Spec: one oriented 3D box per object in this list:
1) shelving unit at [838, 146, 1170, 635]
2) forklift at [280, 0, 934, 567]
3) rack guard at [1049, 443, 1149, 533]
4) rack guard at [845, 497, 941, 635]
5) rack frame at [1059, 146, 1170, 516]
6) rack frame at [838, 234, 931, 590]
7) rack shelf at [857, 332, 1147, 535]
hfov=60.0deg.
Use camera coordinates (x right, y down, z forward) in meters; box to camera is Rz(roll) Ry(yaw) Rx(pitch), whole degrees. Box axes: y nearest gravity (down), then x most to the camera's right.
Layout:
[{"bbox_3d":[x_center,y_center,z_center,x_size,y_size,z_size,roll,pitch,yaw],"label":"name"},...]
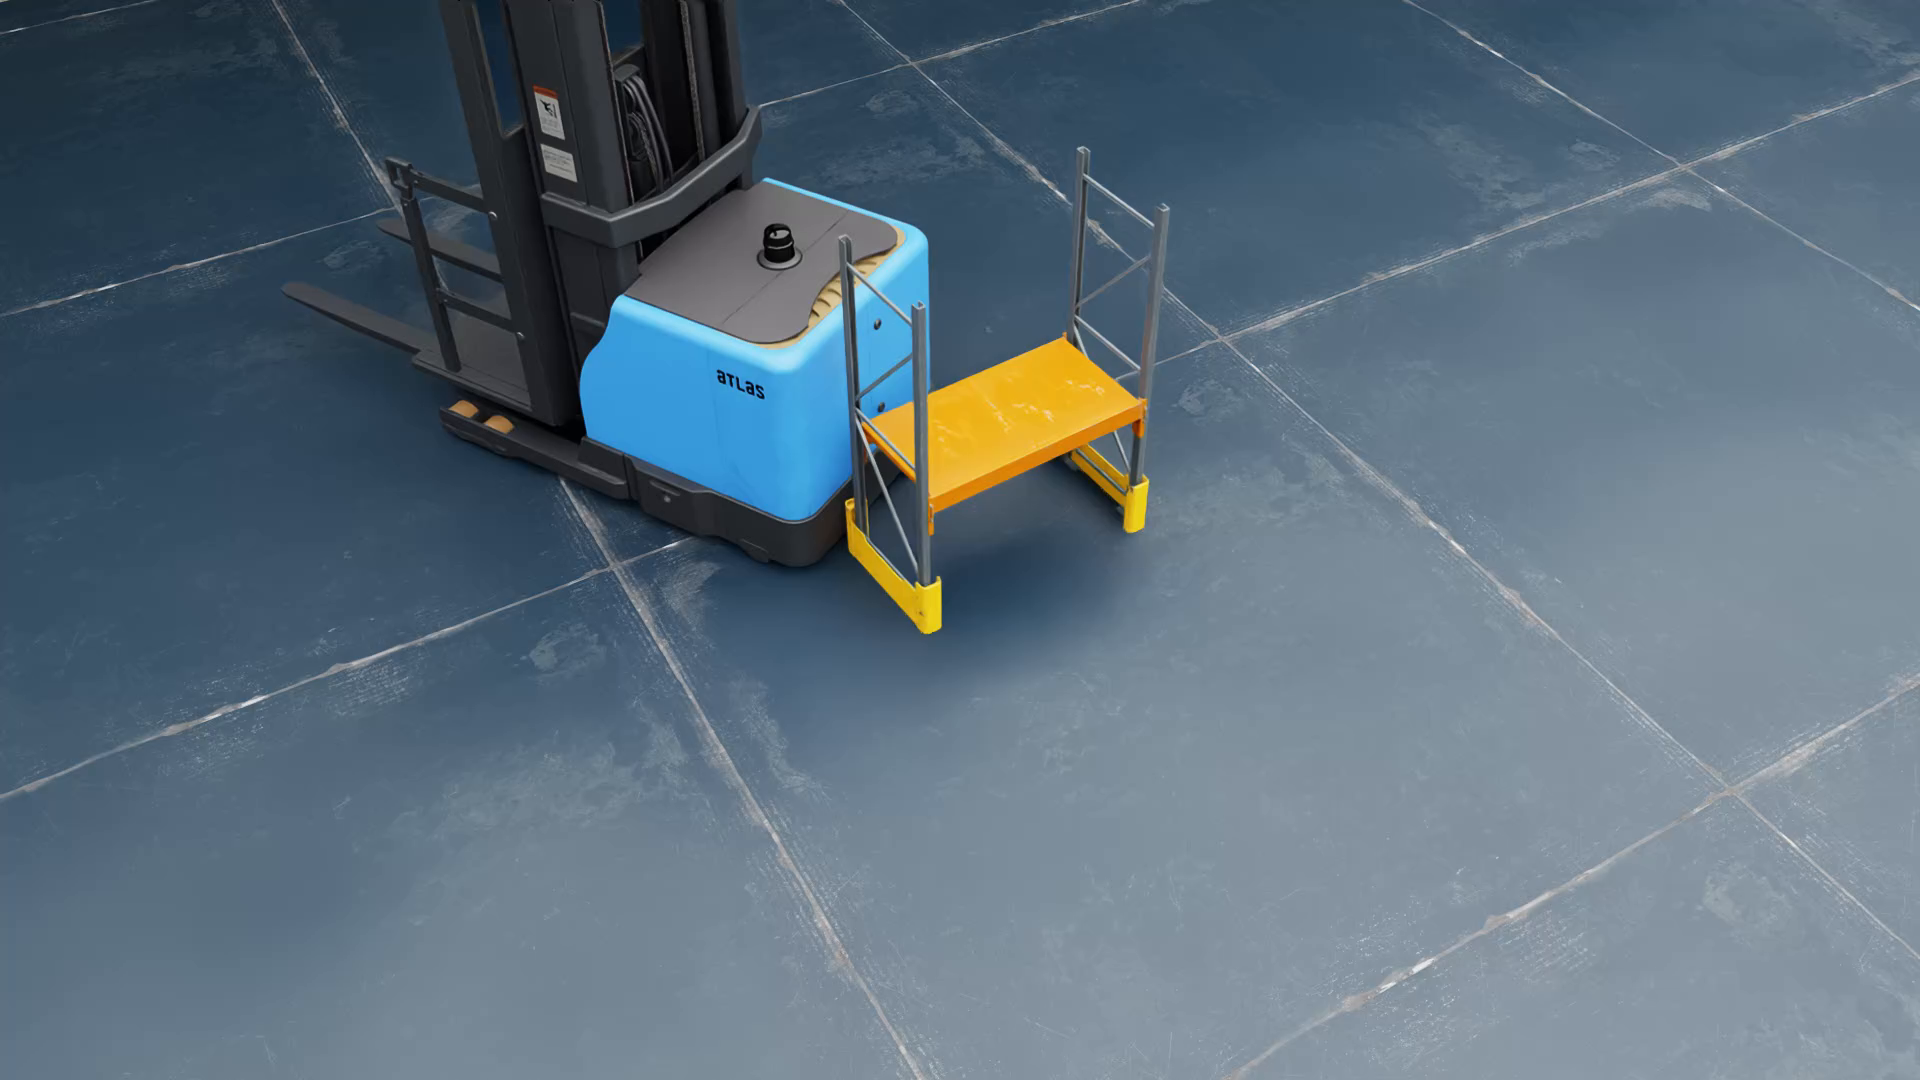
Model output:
[{"bbox_3d":[0.150,-0.550,6.240,1.083,1.500,0.587,-25,50,-24],"label":"shelving unit"},{"bbox_3d":[-1.642,-1.713,6.411,3.031,2.935,1.130,22,48,21],"label":"forklift"},{"bbox_3d":[0.562,-0.297,6.876,0.087,0.250,0.587,-25,50,-24],"label":"rack guard"},{"bbox_3d":[-0.262,0.093,6.474,0.087,0.250,0.587,-25,50,-24],"label":"rack guard"},{"bbox_3d":[0.578,-0.753,6.449,0.032,1.500,0.500,-25,50,-24],"label":"rack frame"},{"bbox_3d":[-0.263,-0.355,6.039,0.032,1.500,0.500,-25,50,-24],"label":"rack frame"},{"bbox_3d":[0.158,-0.425,6.369,1.000,0.185,0.538,-25,50,-24],"label":"rack shelf"}]
